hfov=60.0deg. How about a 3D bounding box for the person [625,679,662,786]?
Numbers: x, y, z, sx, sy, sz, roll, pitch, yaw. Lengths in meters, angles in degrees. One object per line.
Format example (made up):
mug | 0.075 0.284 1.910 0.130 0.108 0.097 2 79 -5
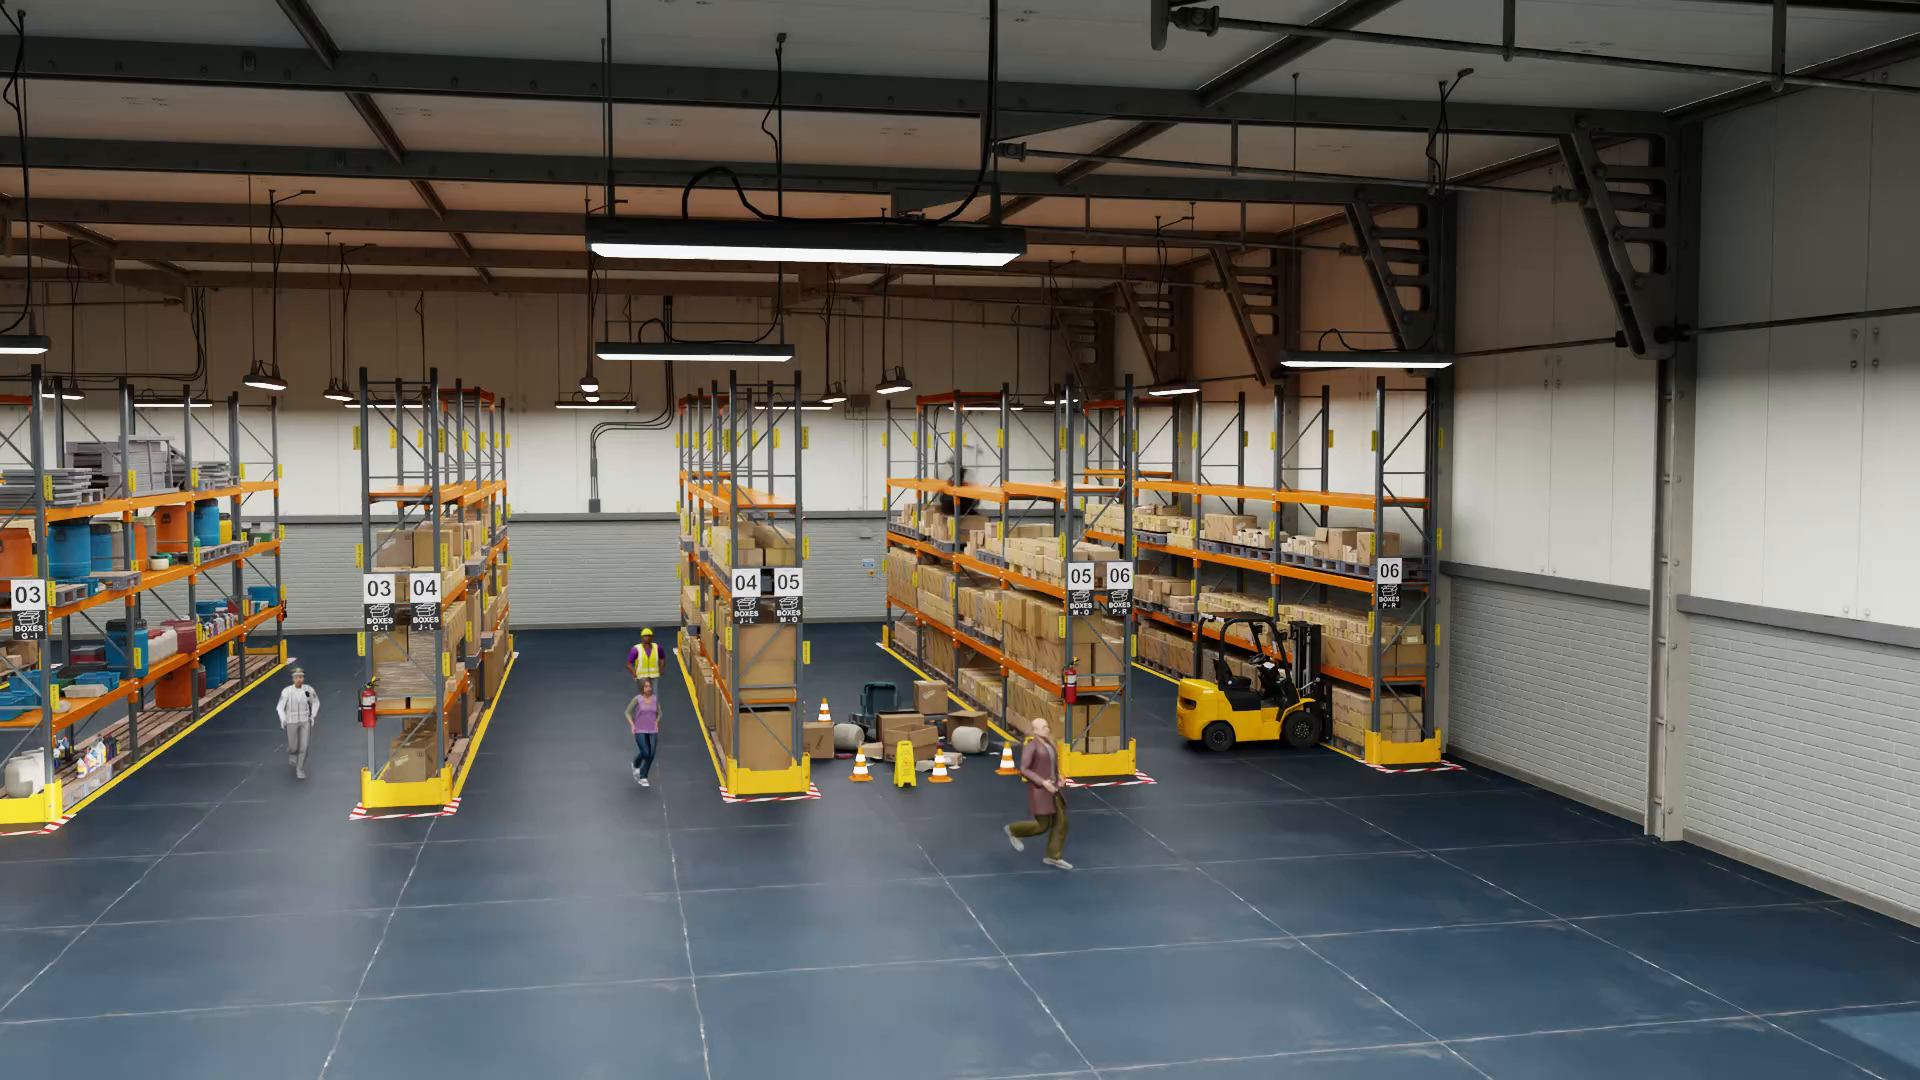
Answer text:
person | -4.533 2.794 24.050 0.523 1.554 0.494 -2 4 -31

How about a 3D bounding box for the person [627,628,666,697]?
person | -5.454 2.410 29.061 0.700 1.739 0.801 -1 4 -21

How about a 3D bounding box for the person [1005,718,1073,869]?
person | 0.952 2.974 19.670 0.875 1.748 0.721 2 4 35

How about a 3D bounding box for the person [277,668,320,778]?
person | -9.885 2.708 24.871 0.603 1.648 0.593 -2 4 -25
